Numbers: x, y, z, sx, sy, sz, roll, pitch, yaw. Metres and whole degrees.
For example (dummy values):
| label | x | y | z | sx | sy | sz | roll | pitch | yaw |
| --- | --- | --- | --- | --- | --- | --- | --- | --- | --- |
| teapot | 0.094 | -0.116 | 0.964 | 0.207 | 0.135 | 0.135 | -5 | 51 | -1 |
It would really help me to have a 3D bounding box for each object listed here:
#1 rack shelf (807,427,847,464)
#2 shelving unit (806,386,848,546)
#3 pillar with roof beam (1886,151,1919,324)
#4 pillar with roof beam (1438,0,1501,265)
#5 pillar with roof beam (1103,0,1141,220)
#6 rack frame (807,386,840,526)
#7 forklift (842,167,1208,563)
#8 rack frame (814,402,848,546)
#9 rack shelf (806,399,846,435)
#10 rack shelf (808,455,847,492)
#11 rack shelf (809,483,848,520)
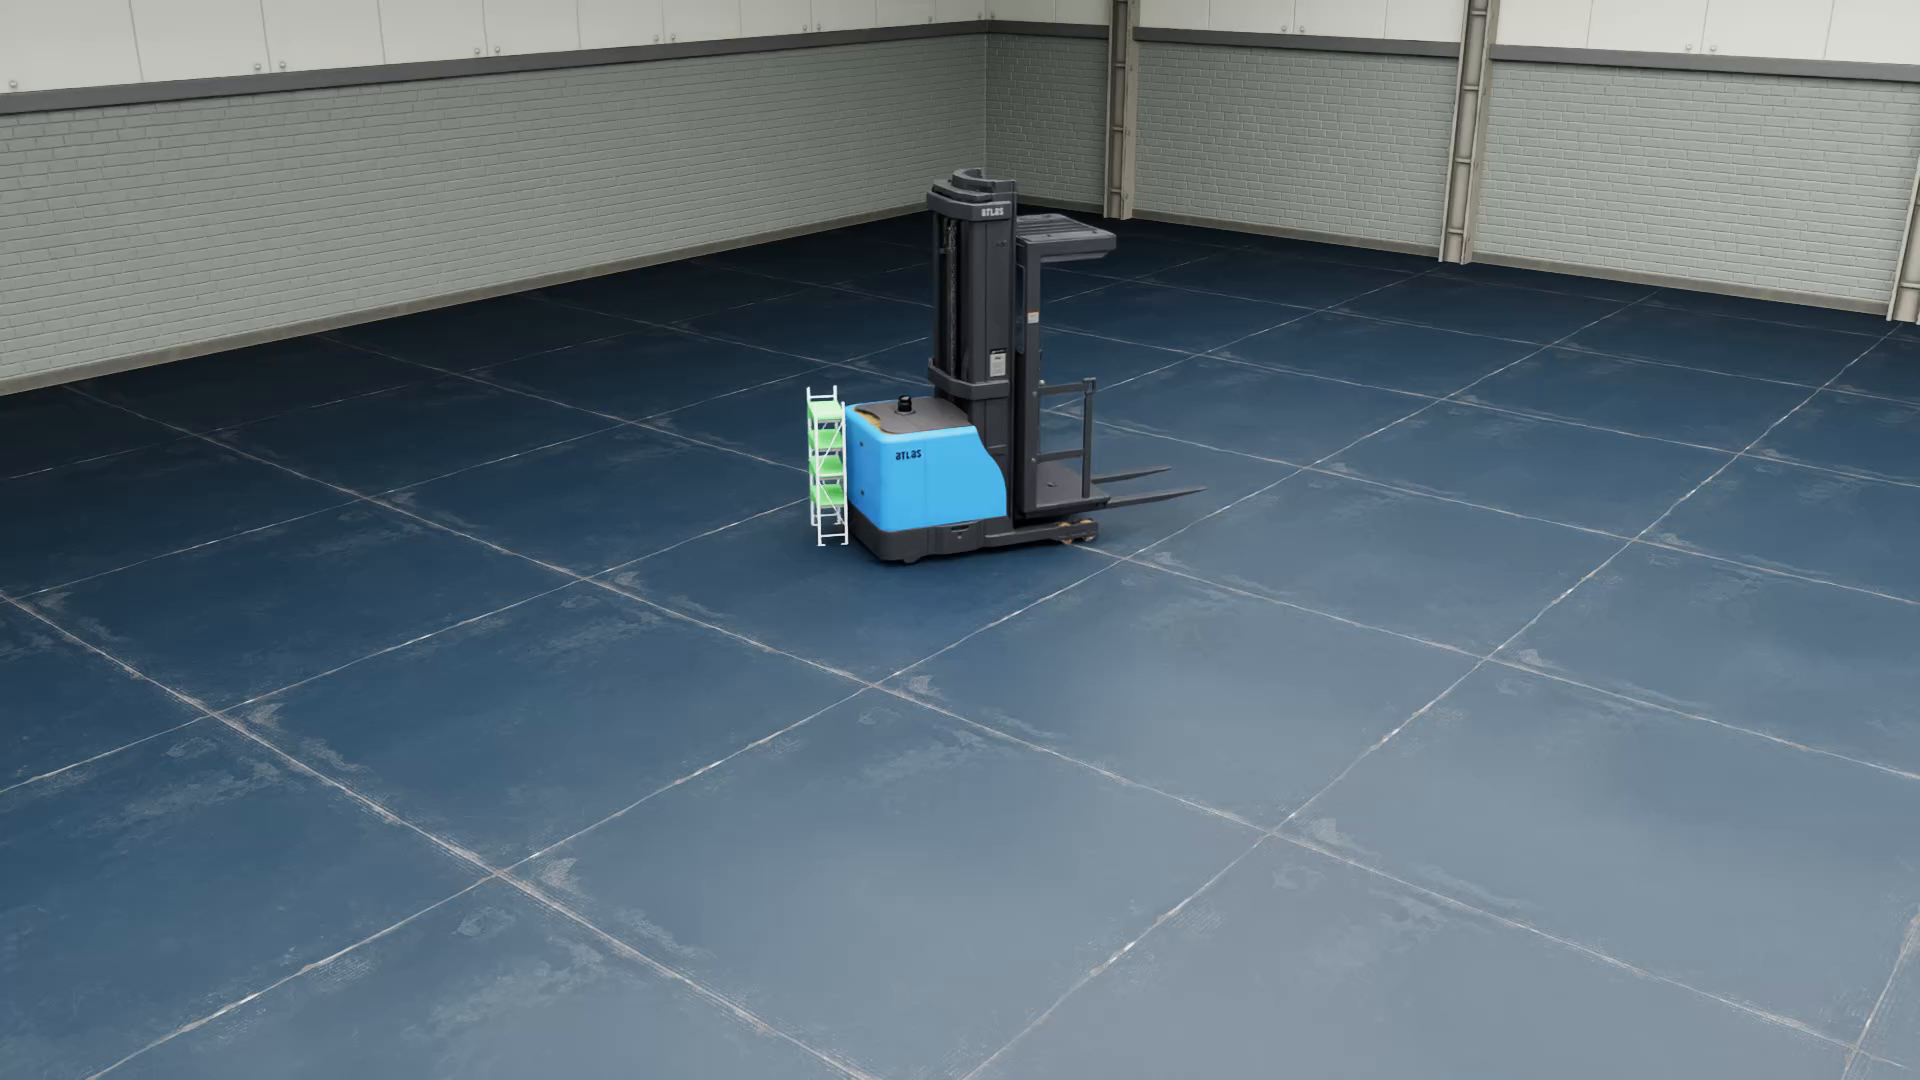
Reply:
| label | x | y | z | sx | sy | sz | roll | pitch | yaw |
| --- | --- | --- | --- | --- | --- | --- | --- | --- | --- |
| rack shelf | -1.083 | -0.772 | 13.515 | 0.258 | 0.148 | 0.480 | -4 | 21 | -11 |
| shelving unit | -1.083 | -0.607 | 13.577 | 0.258 | 1.200 | 0.503 | -4 | 21 | -11 |
| pillar with roof beam | 9.250 | -5.817 | 16.340 | 0.400 | 9.000 | 9.100 | 16 | 26 | 36 |
| pillar with roof beam | 4.602 | -7.155 | 19.889 | 0.400 | 9.000 | 9.100 | 16 | 26 | 36 |
| pillar with roof beam | -0.047 | -8.494 | 23.439 | 0.400 | 9.000 | 9.100 | 16 | 26 | 36 |
| rack frame | -1.132 | -0.691 | 13.800 | 0.240 | 1.200 | 0.015 | -4 | 21 | -11 |
| forklift | 0.592 | -1.507 | 13.510 | 3.031 | 2.935 | 1.130 | -8 | 22 | -21 |
| rack frame | -1.034 | -0.522 | 13.353 | 0.240 | 1.200 | 0.015 | -4 | 21 | -11 |
| rack shelf | -1.083 | -0.996 | 13.430 | 0.258 | 0.148 | 0.480 | -4 | 21 | -11 |
| rack shelf | -1.083 | -0.547 | 13.599 | 0.258 | 0.148 | 0.480 | -4 | 21 | -11 |
| rack shelf | -1.083 | -0.322 | 13.684 | 0.258 | 0.148 | 0.480 | -4 | 21 | -11 |
